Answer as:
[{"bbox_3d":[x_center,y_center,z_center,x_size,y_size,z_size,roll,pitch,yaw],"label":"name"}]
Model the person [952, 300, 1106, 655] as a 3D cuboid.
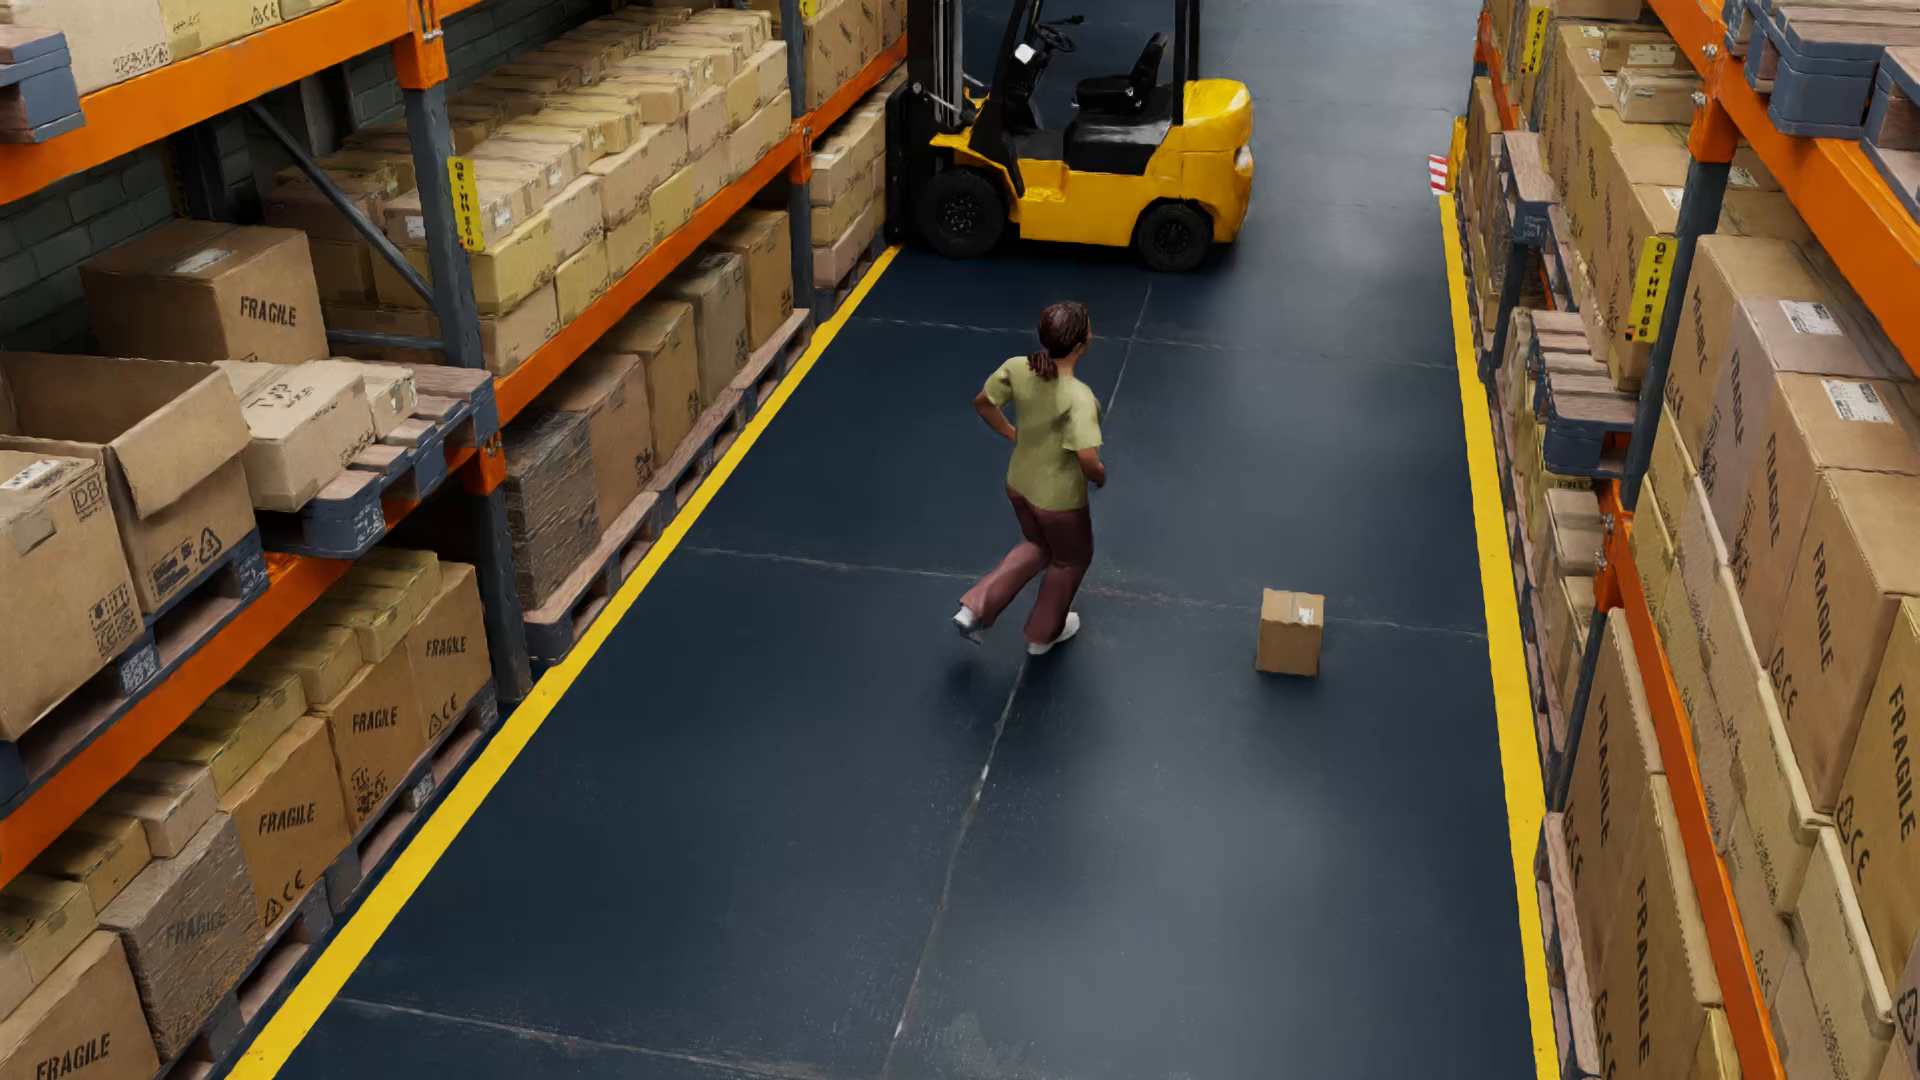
[{"bbox_3d":[0.352,-0.067,6.536,0.652,1.380,0.610,-20,35,-32],"label":"person"}]
